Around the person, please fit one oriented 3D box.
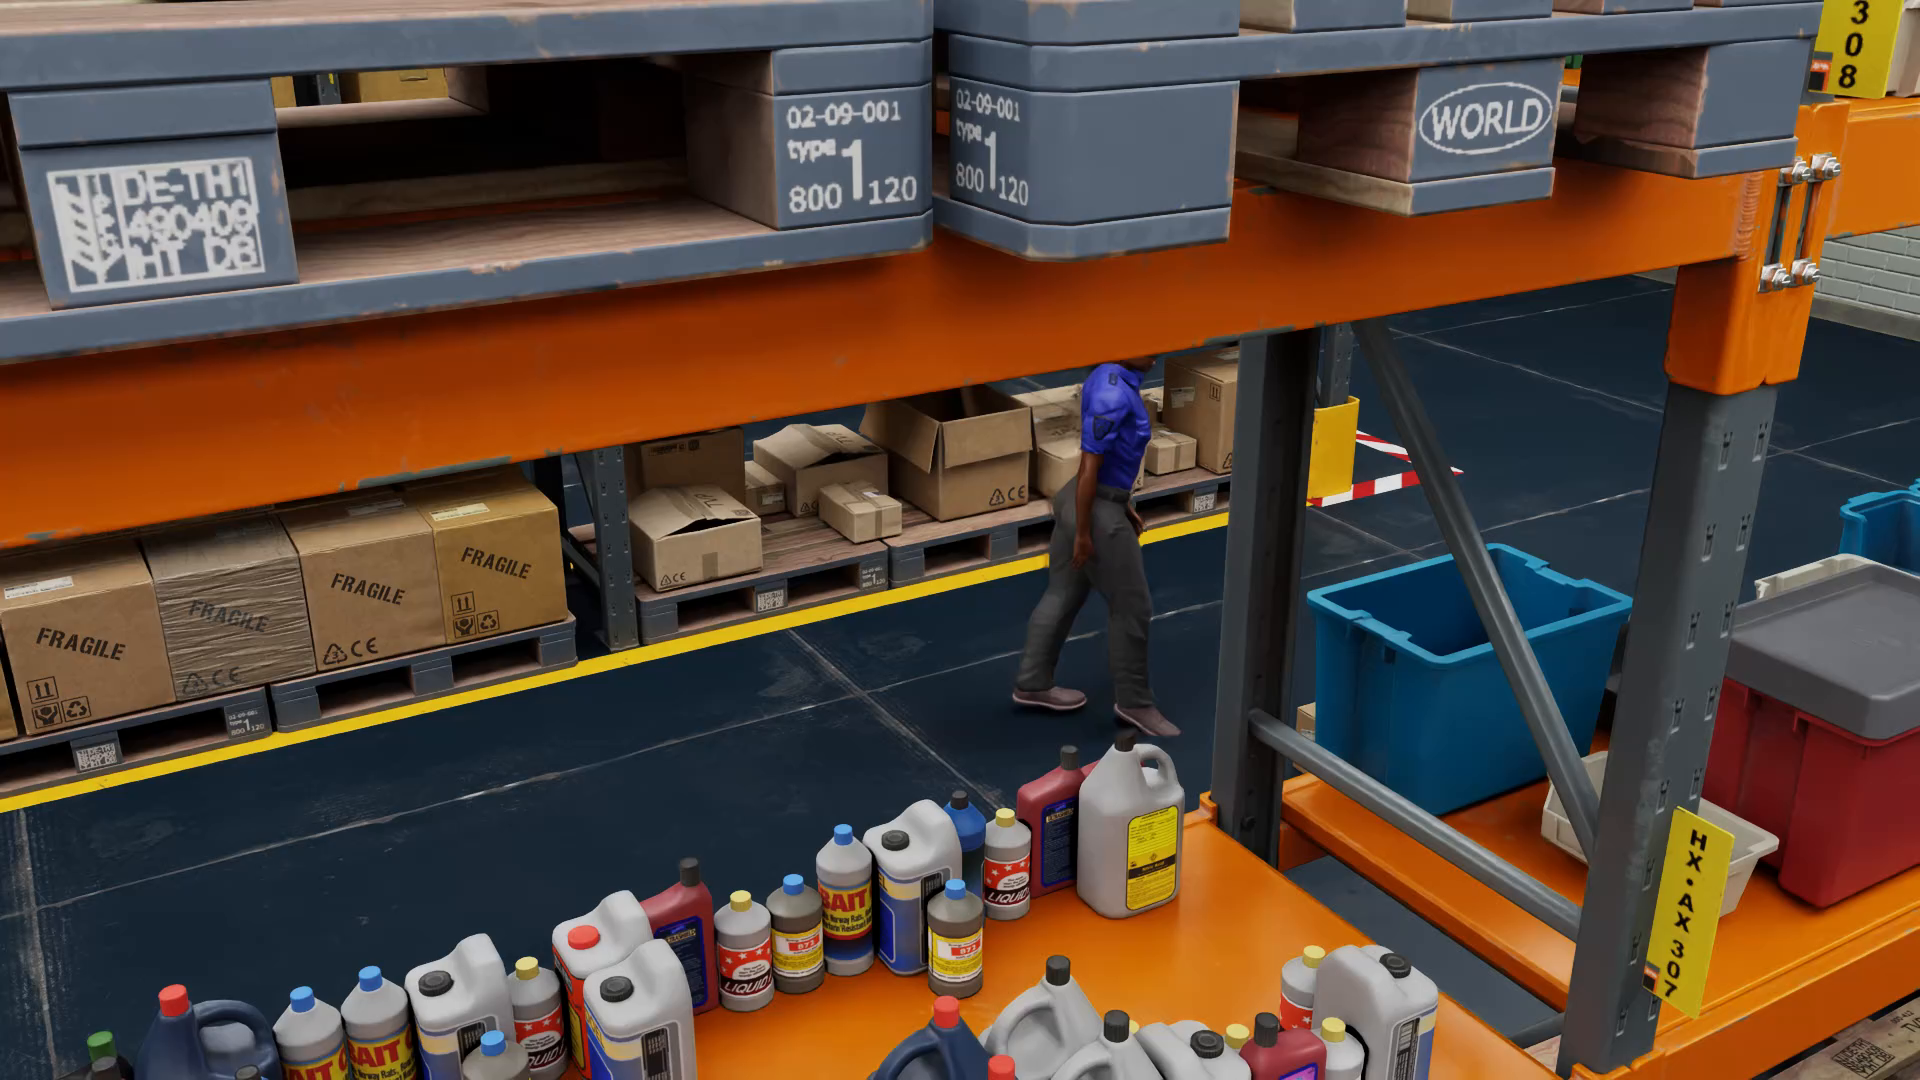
[{"bbox_3d":[0.535,-0.057,6.291,0.653,1.703,0.454,-1,22,-2],"label":"person"}]
